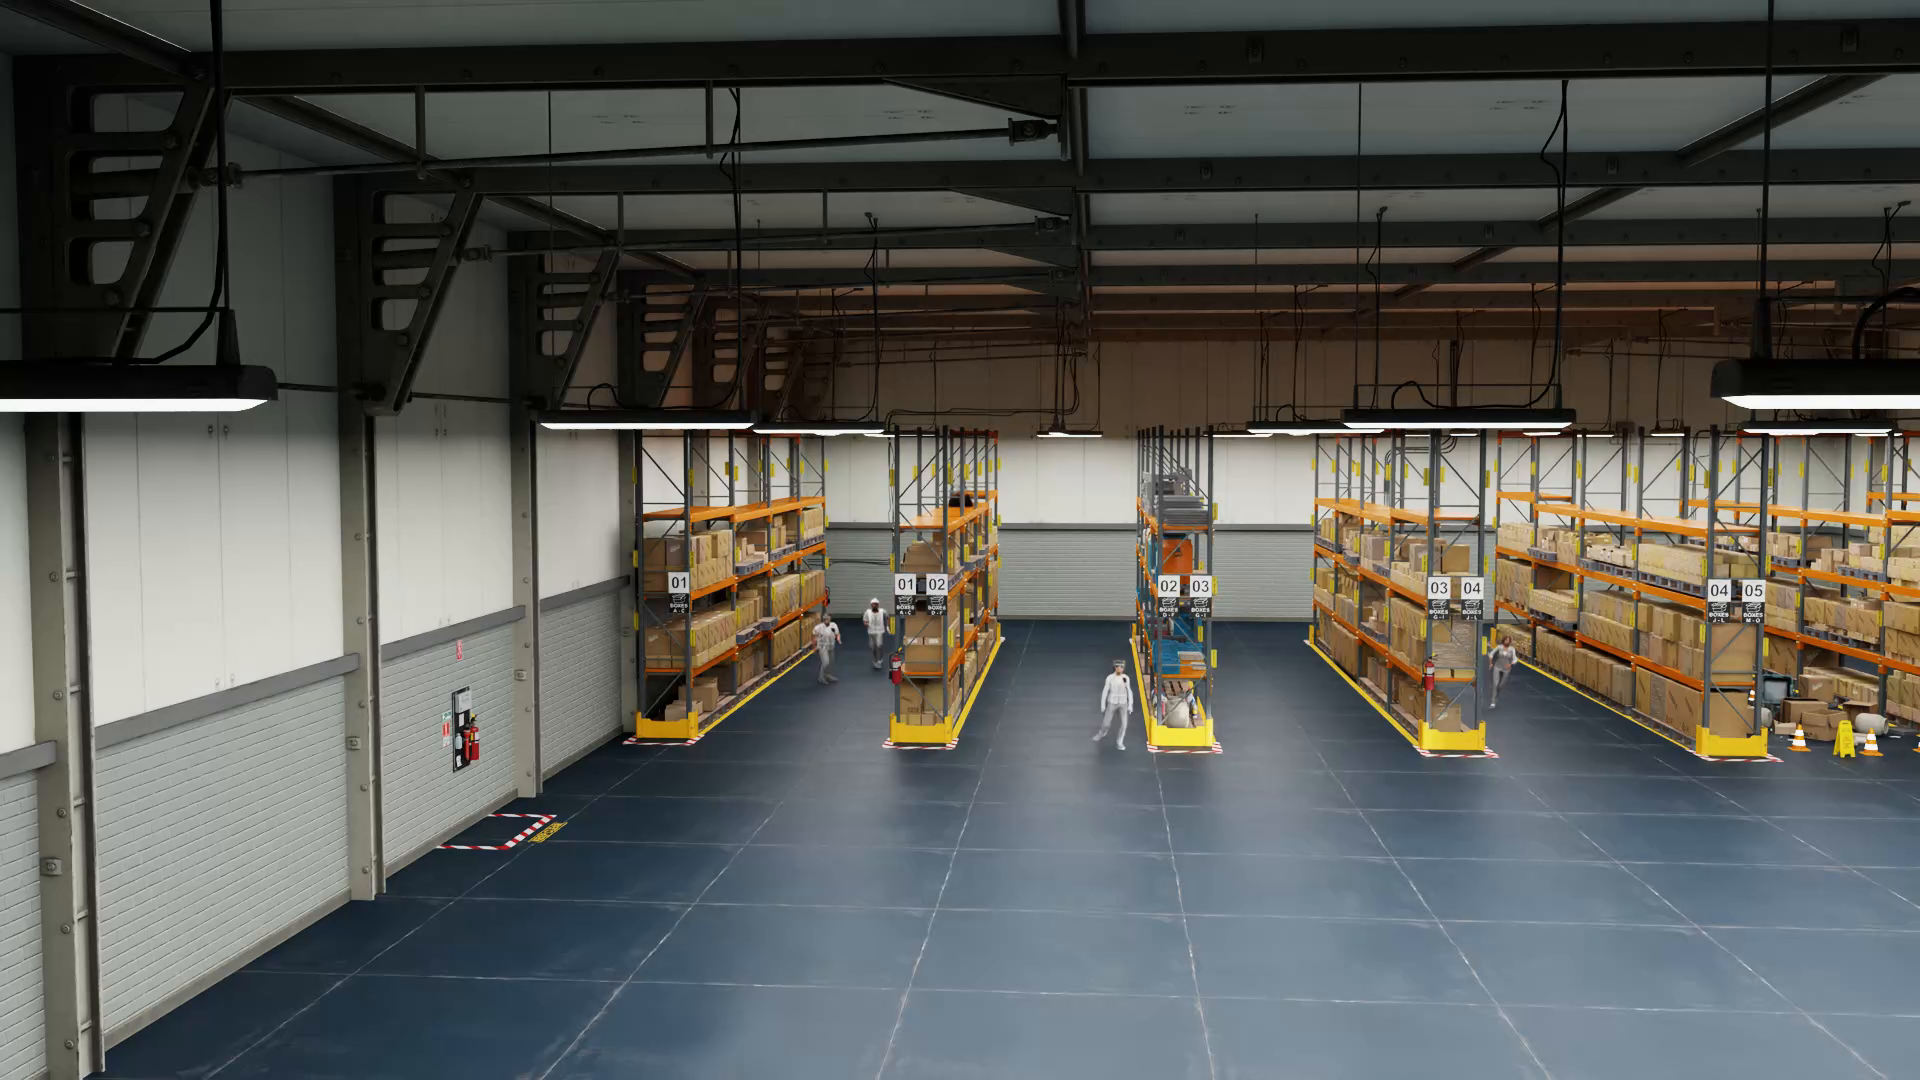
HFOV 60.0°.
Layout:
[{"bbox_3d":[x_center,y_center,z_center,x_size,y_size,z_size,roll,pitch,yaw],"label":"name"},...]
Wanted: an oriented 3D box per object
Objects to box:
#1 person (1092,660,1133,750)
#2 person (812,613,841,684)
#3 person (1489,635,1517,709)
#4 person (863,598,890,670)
[{"bbox_3d":[2.834,3.034,30.858,0.696,1.654,0.587,0,3,-4],"label":"person"},{"bbox_3d":[-3.091,2.563,39.166,0.670,1.733,0.847,-3,5,-41],"label":"person"},{"bbox_3d":[11.636,2.807,35.653,0.575,1.556,0.788,1,4,13],"label":"person"},{"bbox_3d":[-2.094,2.346,41.436,0.655,1.784,0.796,0,3,5],"label":"person"}]
